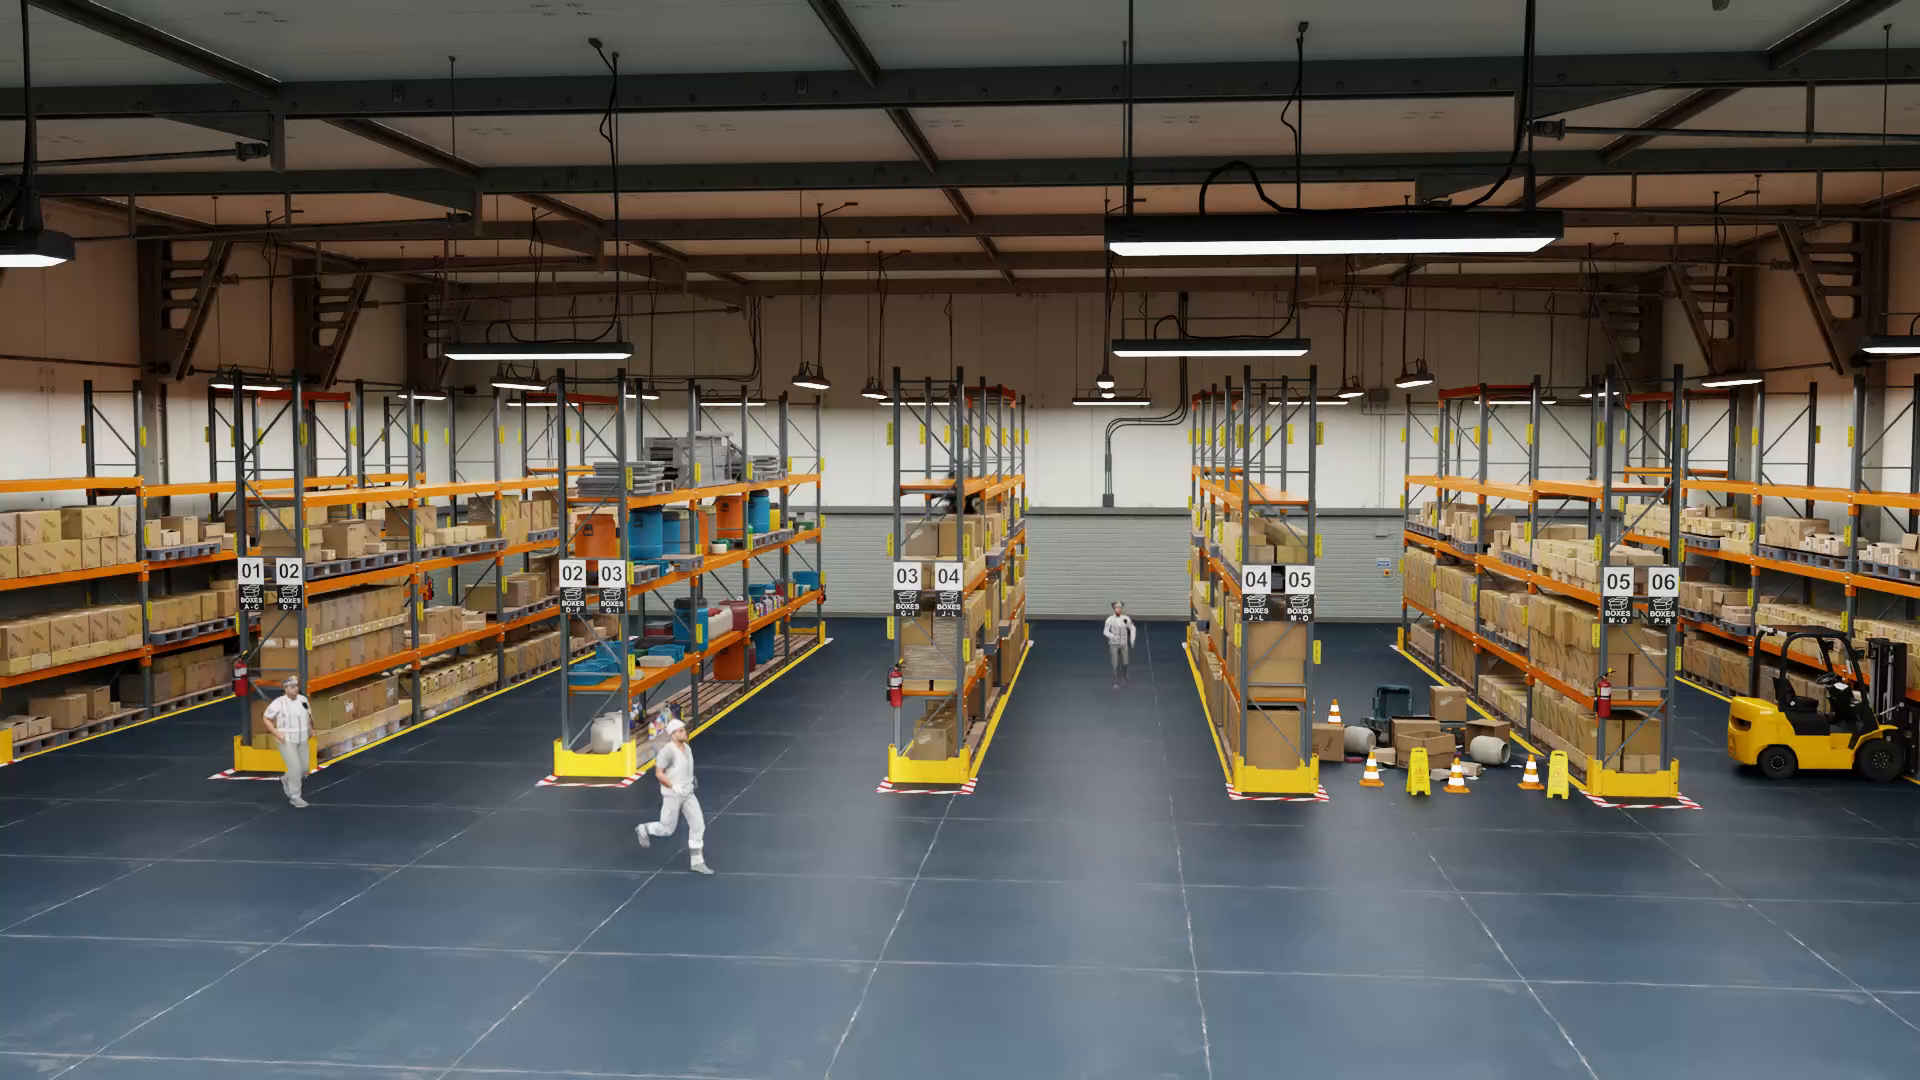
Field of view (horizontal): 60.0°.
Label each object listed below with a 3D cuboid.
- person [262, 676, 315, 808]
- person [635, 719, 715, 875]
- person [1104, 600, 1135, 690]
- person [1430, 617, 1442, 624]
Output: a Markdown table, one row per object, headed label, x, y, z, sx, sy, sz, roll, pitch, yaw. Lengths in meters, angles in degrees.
| label | x | y | z | sx | sy | sz | roll | pitch | yaw |
| --- | --- | --- | --- | --- | --- | --- | --- | --- | --- |
| person | -9.127 | 2.719 | 22.645 | 0.740 | 1.770 | 0.688 | 2 | 4 | 35 |
| person | -3.297 | 2.950 | 19.209 | 1.060 | 1.769 | 0.634 | 2 | 4 | 31 |
| person | 2.993 | 1.966 | 31.006 | 0.623 | 1.680 | 0.540 | 0 | 4 | -3 |
| person | 11.510 | 1.640 | 40.084 | 0.847 | 1.816 | 0.688 | 3 | 4 | 38 |
